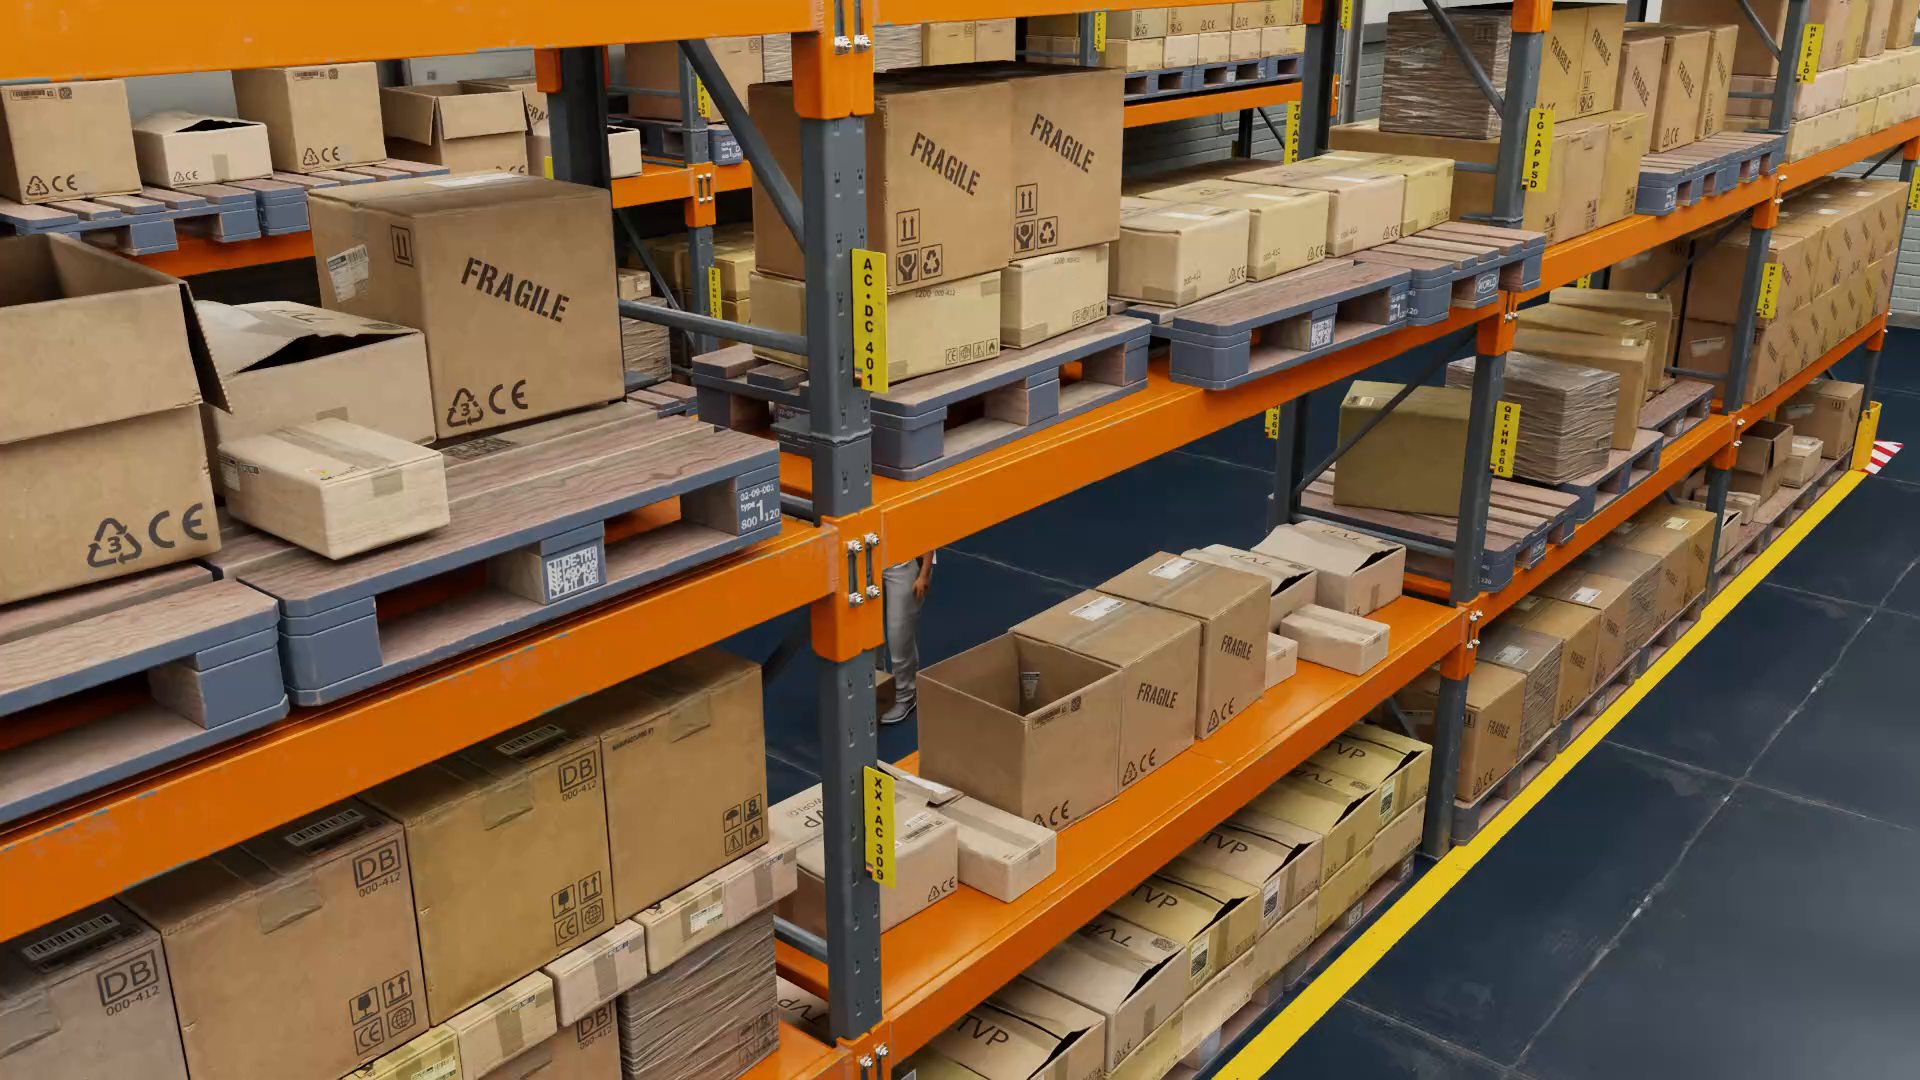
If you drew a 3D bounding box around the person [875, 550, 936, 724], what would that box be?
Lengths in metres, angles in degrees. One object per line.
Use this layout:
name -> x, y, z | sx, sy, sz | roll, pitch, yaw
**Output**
person -> -0.396, 0.157, 9.143 | 0.558, 1.665, 0.468 | 14, 25, 33
